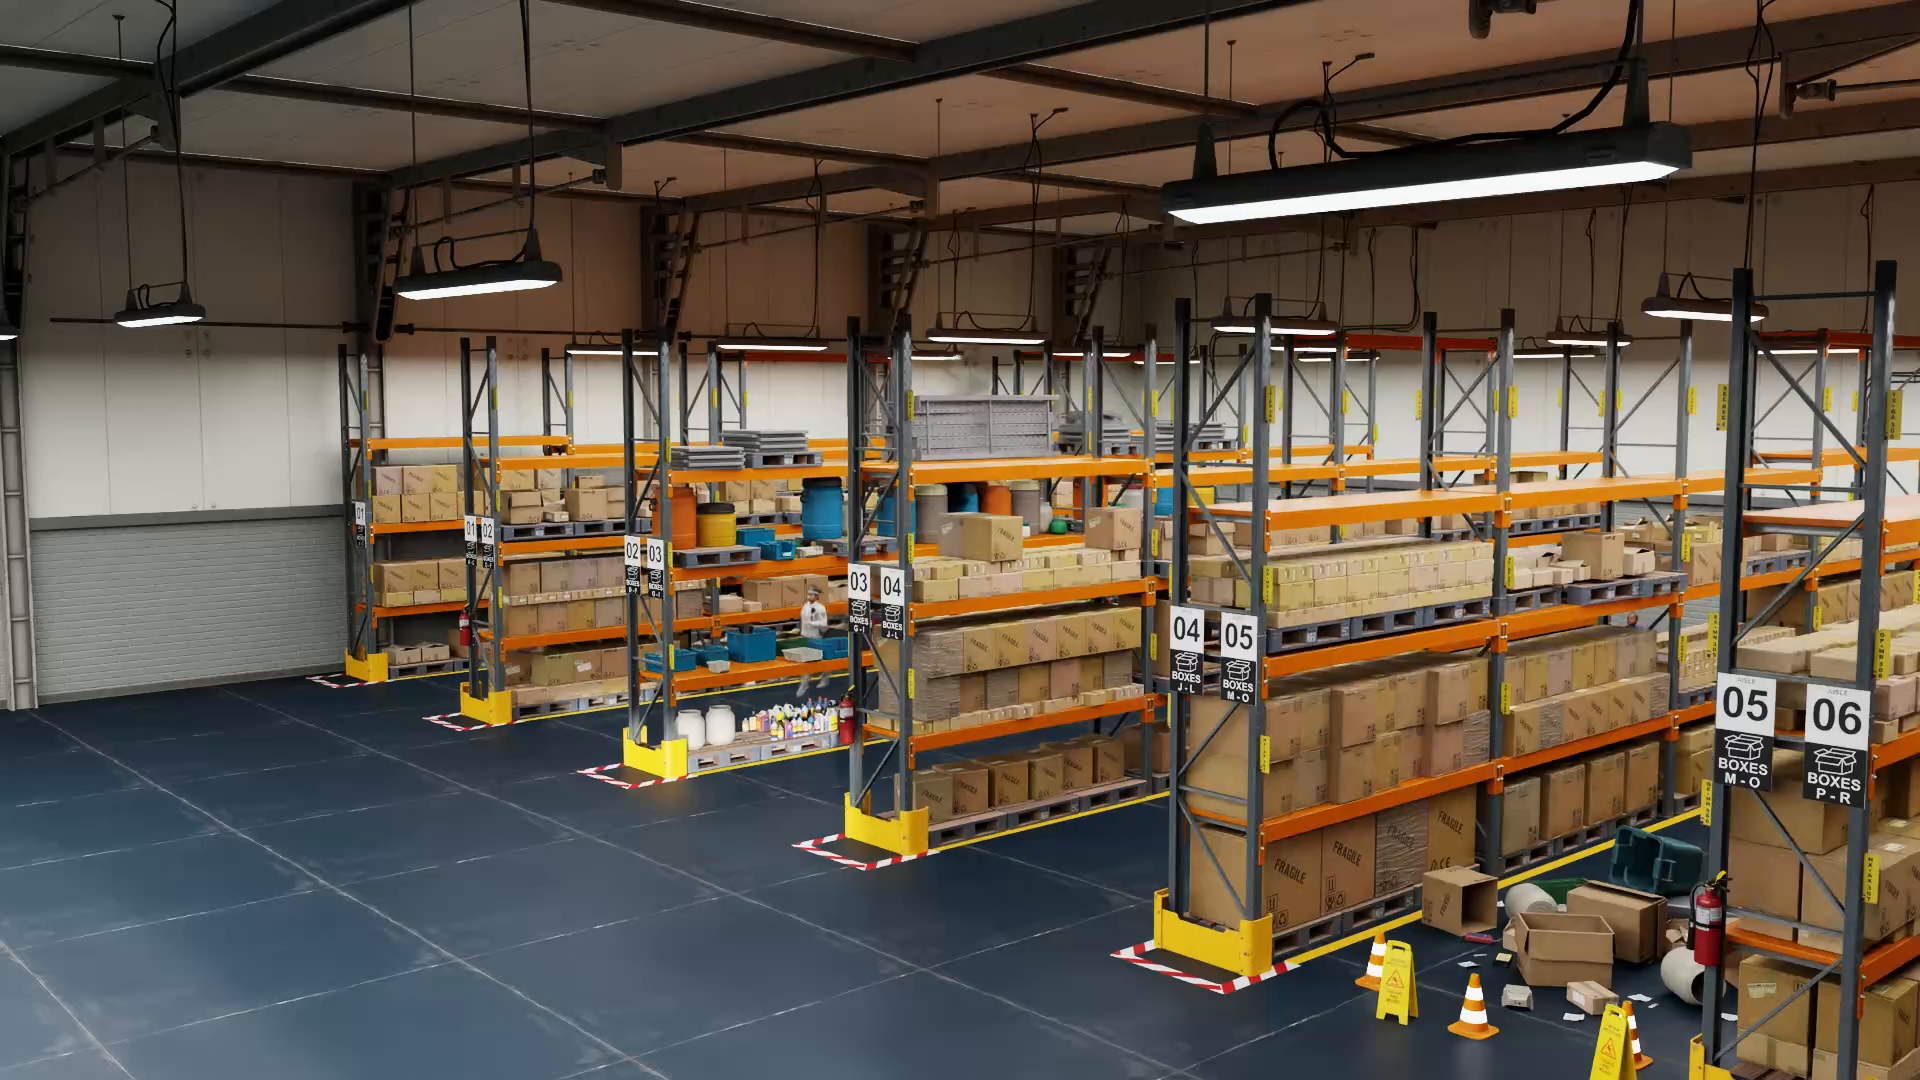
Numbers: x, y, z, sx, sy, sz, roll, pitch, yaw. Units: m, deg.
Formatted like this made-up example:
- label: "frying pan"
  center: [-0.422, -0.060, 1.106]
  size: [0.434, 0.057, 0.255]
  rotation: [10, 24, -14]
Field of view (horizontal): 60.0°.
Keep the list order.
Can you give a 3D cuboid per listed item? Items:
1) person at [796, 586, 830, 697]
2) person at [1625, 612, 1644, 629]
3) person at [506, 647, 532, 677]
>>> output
- label: "person"
  center: [-2.378, 1.627, 26.996]
  size: [0.595, 1.790, 0.735]
  rotation: [3, 6, 31]
- label: "person"
  center: [10.966, 1.969, 27.081]
  size: [0.588, 1.597, 0.586]
  rotation: [5, 7, 42]
- label: "person"
  center: [-7.530, 1.764, 28.462]
  size: [0.565, 1.705, 0.806]
  rotation: [3, 6, 30]
